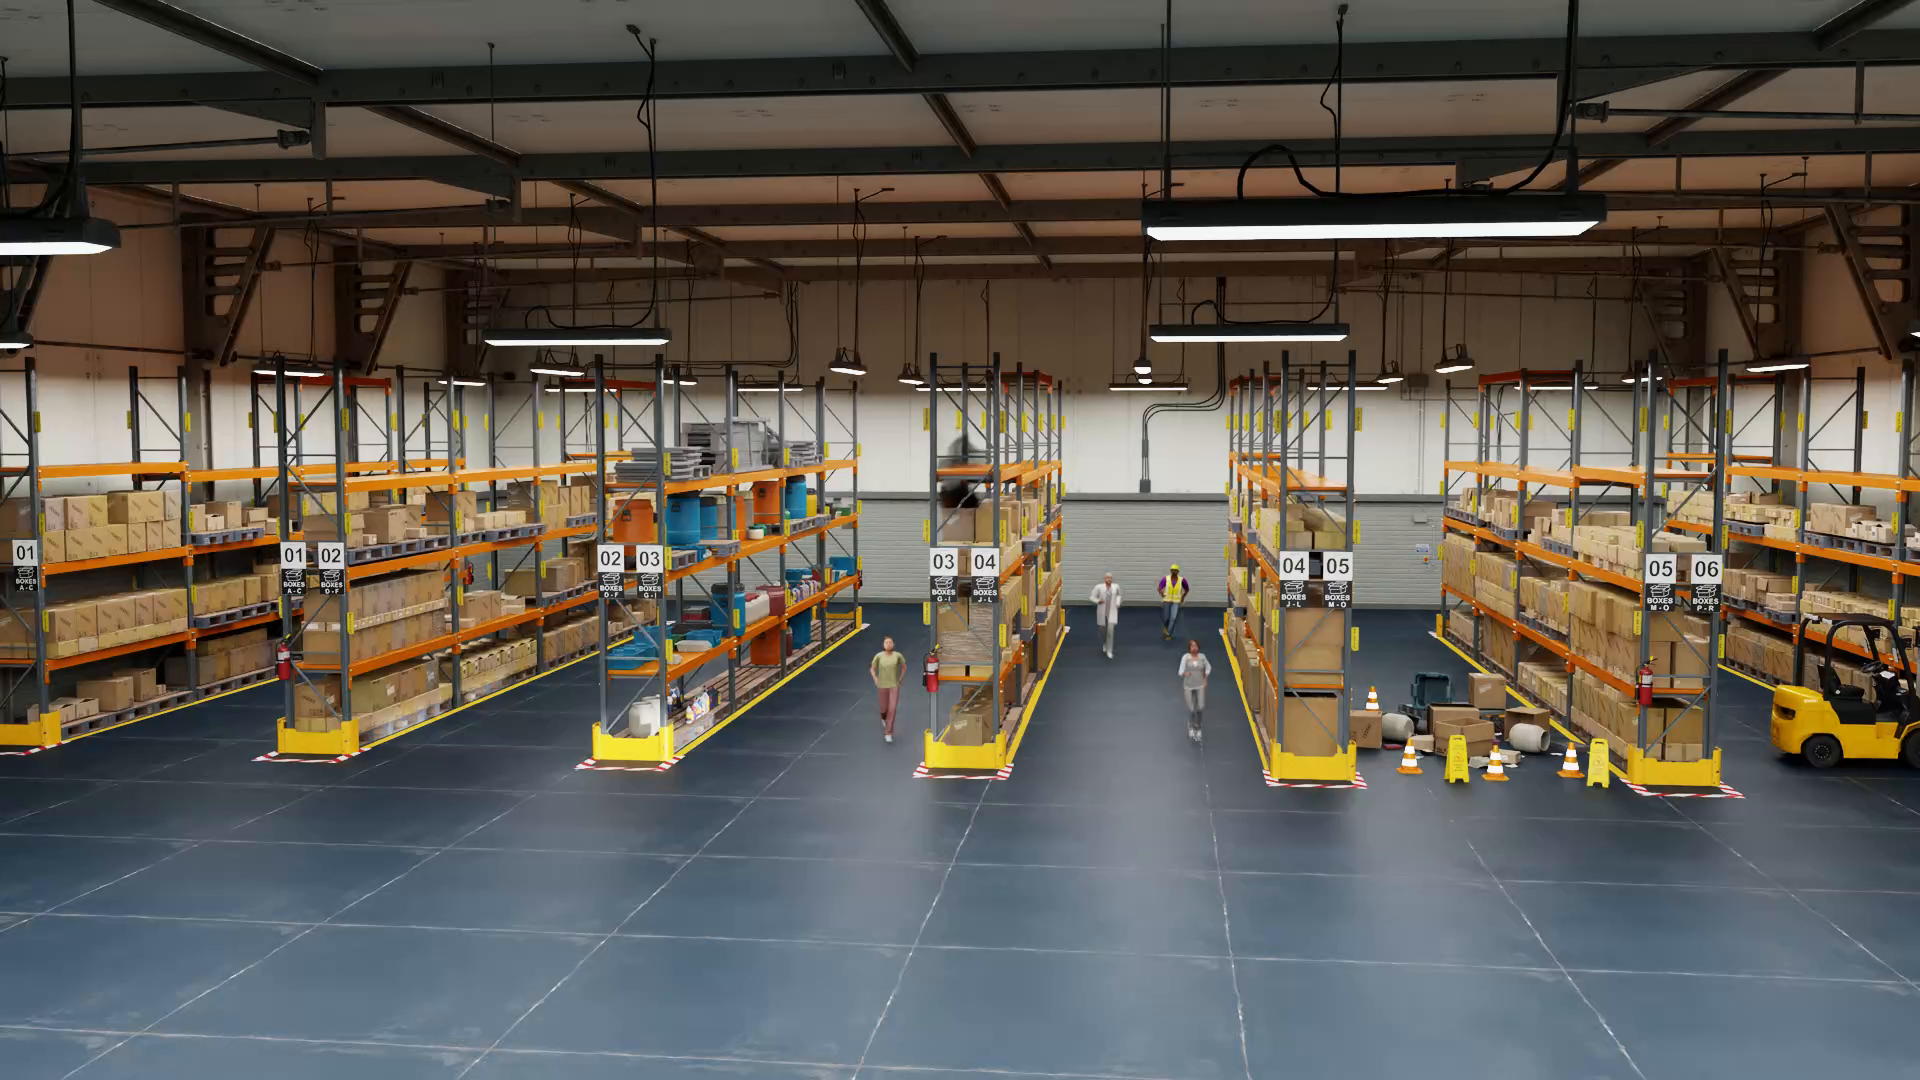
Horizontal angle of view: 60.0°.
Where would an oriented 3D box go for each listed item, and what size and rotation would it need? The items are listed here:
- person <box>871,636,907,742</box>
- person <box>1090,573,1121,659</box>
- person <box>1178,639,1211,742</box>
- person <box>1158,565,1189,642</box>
[{"bbox_3d":[-1.128,2.336,26.371,0.581,1.637,0.755,0,4,-3],"label":"person"},{"bbox_3d":[3.131,1.594,35.638,0.690,1.795,0.983,0,4,0],"label":"person"},{"bbox_3d":[3.686,2.360,26.099,0.517,1.608,0.639,0,4,5],"label":"person"},{"bbox_3d":[4.909,1.434,38.297,0.712,1.753,0.810,1,4,10],"label":"person"}]
